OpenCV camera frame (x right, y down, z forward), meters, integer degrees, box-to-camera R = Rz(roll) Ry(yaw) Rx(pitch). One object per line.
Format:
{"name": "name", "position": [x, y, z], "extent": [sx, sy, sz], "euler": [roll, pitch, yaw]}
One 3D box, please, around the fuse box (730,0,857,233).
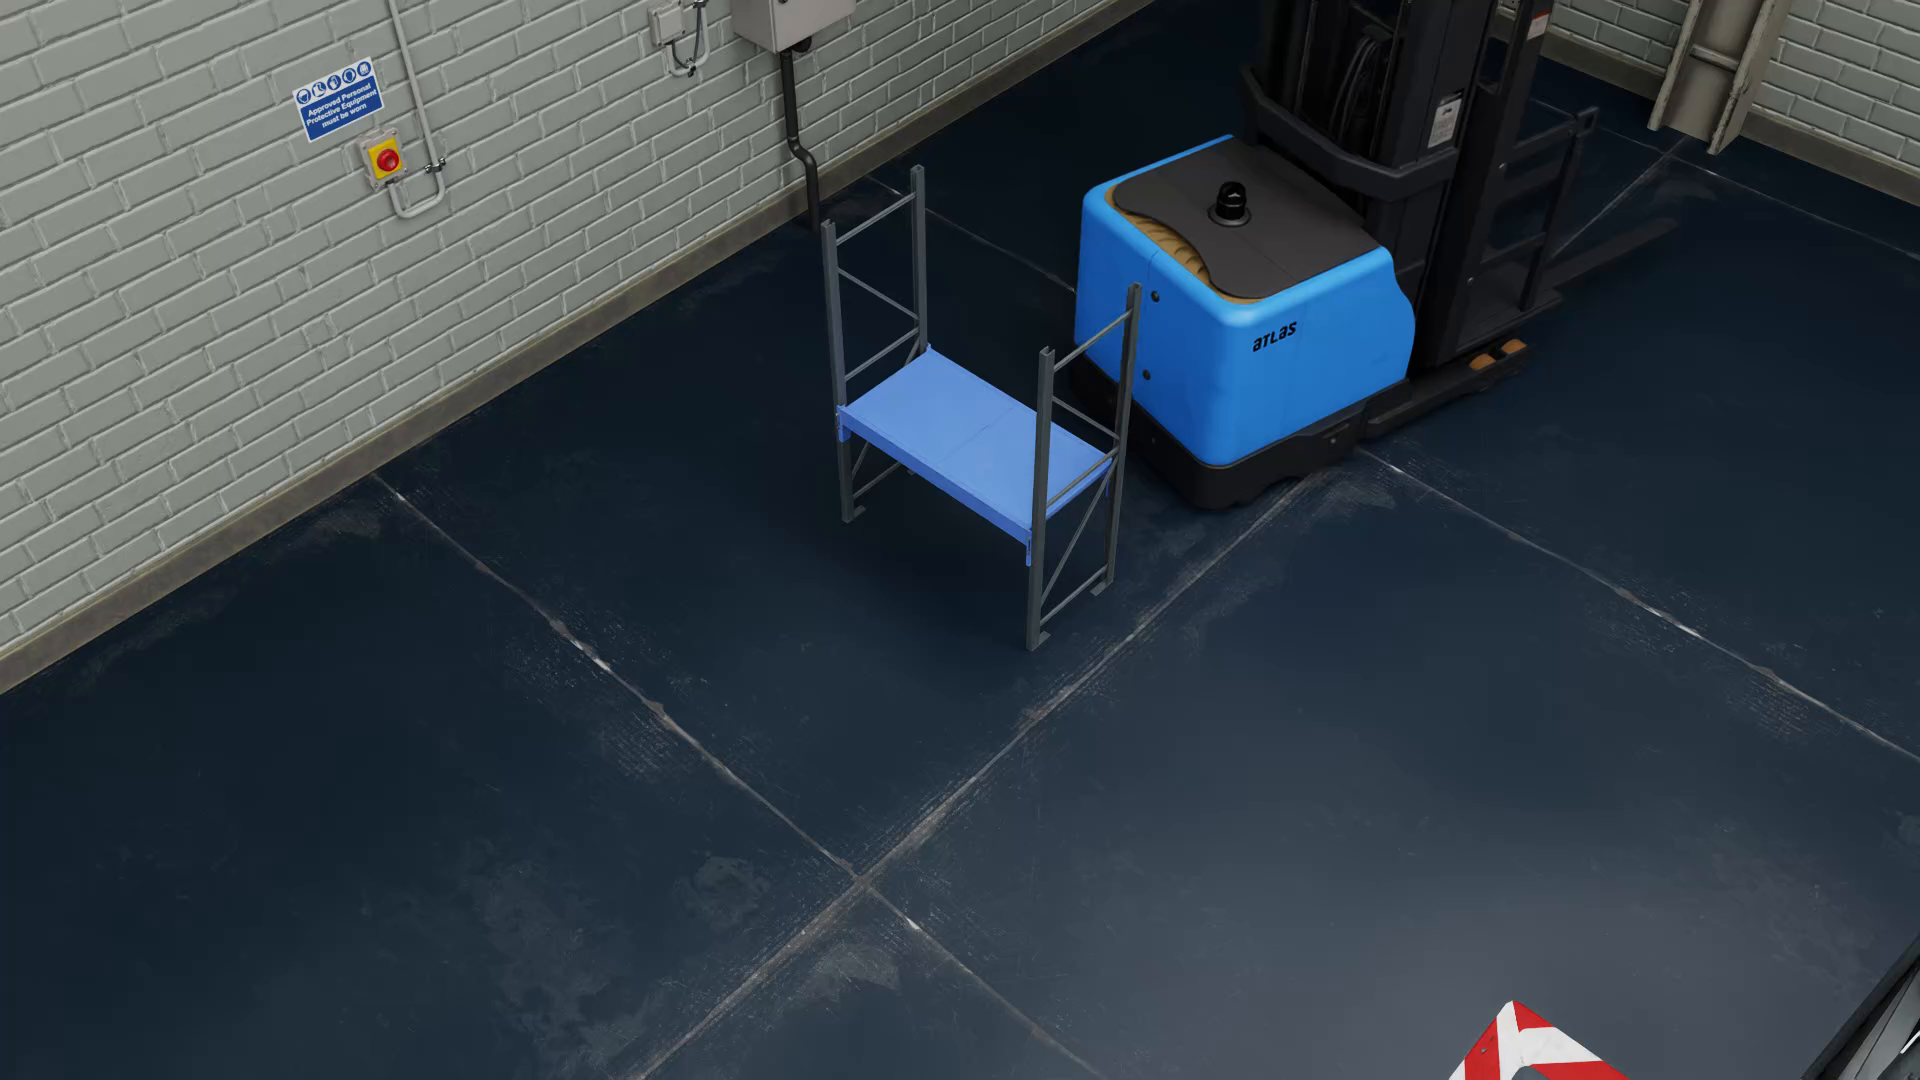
{"name": "fuse box", "position": [-0.682, -2.142, 7.696], "extent": [0.414, 1.711, 0.539], "euler": [34, 55, 28]}

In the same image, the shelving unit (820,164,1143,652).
{"name": "shelving unit", "position": [0.063, -0.471, 6.272], "extent": [1.048, 1.500, 0.538], "euler": [34, 55, 28]}

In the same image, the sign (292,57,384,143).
{"name": "sign", "position": [-2.292, -1.626, 6.143], "extent": [0.001, 0.218, 0.327], "euler": [34, 55, 28]}

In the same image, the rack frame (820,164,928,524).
{"name": "rack frame", "position": [-0.311, -0.723, 6.508], "extent": [0.032, 1.500, 0.500], "euler": [34, 55, 28]}

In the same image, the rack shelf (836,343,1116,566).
{"name": "rack shelf", "position": [0.063, -0.348, 6.403], "extent": [1.000, 0.185, 0.538], "euler": [34, 55, 28]}

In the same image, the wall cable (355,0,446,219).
{"name": "wall cable", "position": [-2.214, -1.888, 5.855], "extent": [0.123, 1.953, 0.585], "euler": [34, 55, 28]}

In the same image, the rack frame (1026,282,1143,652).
{"name": "rack frame", "position": [0.436, -0.220, 6.036], "extent": [0.032, 1.500, 0.500], "euler": [34, 55, 28]}

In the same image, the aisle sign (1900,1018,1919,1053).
{"name": "aisle sign", "position": [1.695, 0.476, 2.571], "extent": [0.004, 0.787, 0.394], "euler": [34, 55, 28]}

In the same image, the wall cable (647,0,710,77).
{"name": "wall cable", "position": [-1.261, -2.643, 6.586], "extent": [0.122, 1.984, 0.588], "euler": [34, 55, 28]}

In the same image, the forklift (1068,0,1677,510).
{"name": "forklift", "position": [1.995, -1.972, 6.700], "extent": [3.031, 2.935, 1.130], "euler": [-25, 52, -22]}

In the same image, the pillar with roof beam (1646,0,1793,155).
{"name": "pillar with roof beam", "position": [1.019, -2.978, 3.482], "extent": [0.400, 9.000, 9.100], "euler": [34, 55, 28]}
